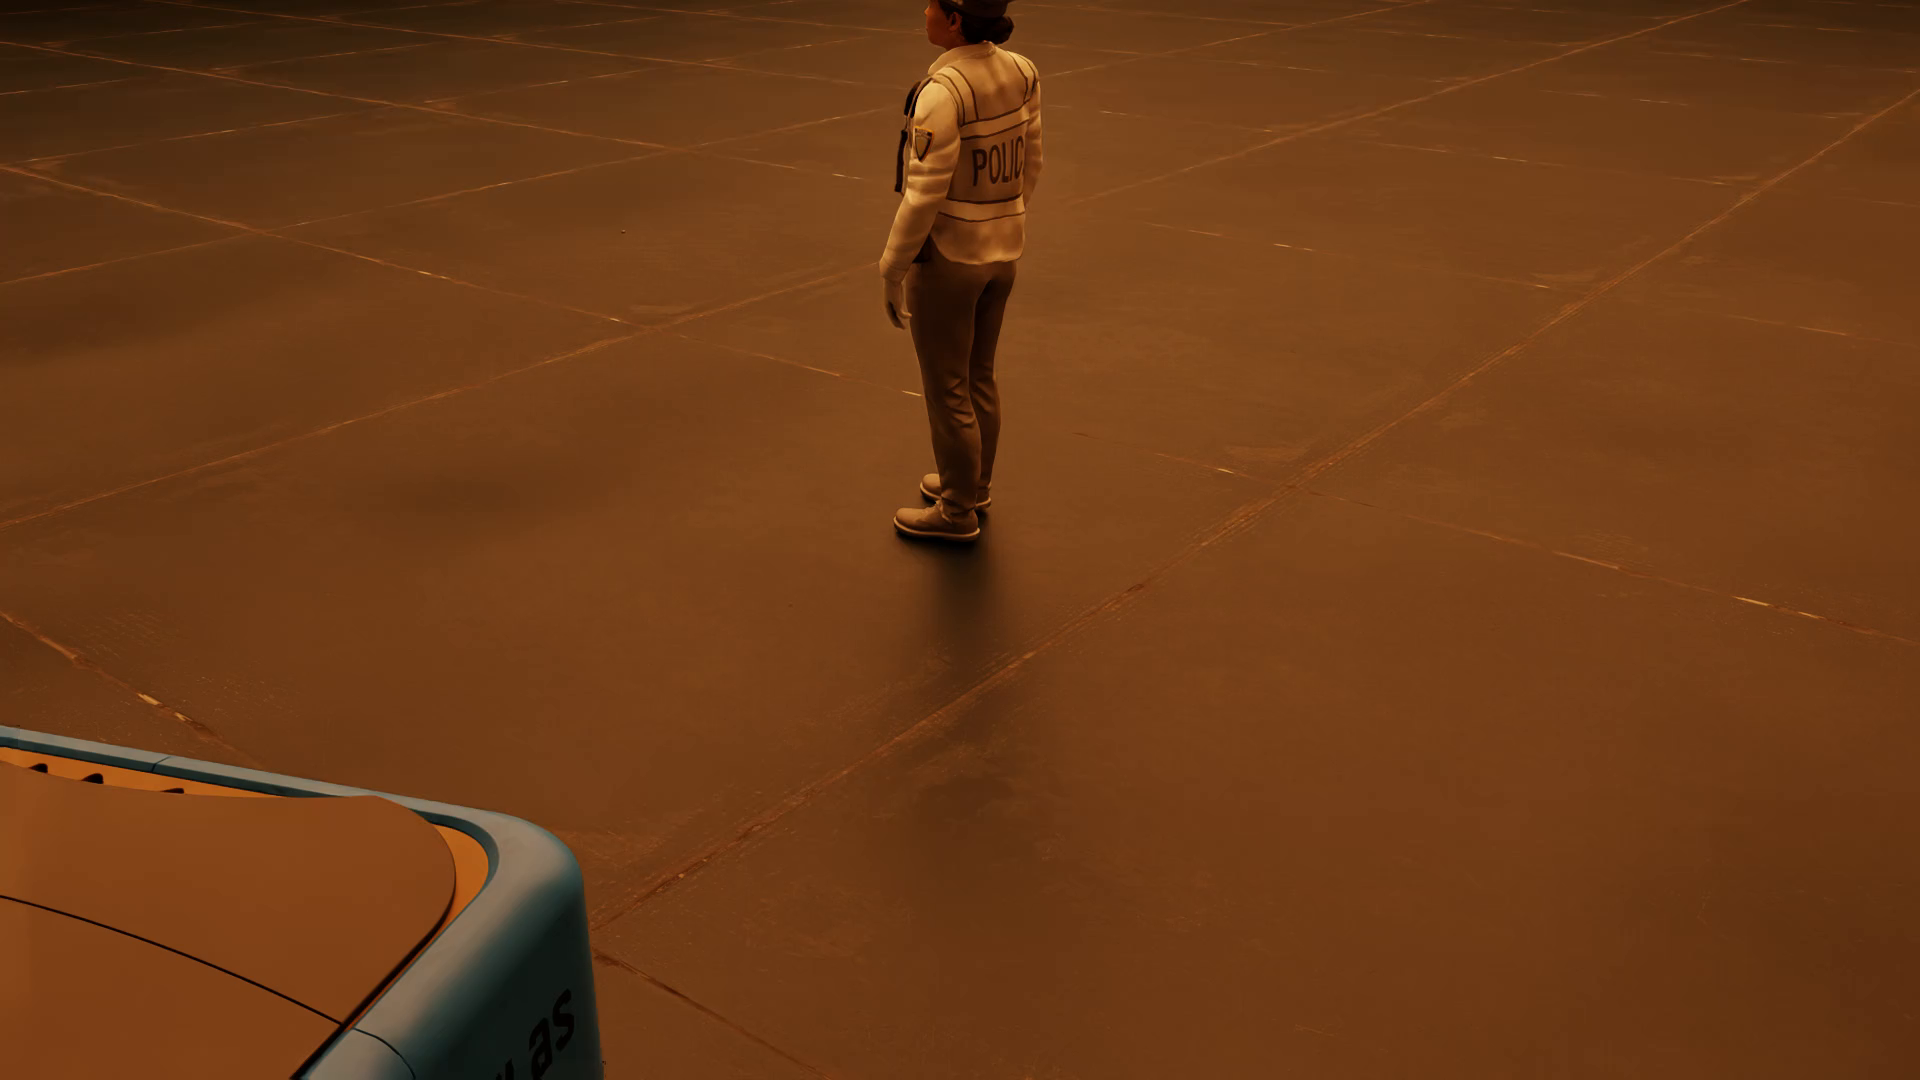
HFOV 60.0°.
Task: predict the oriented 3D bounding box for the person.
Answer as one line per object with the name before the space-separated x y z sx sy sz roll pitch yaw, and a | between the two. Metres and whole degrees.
person | -0.050 -0.802 4.717 0.531 1.695 0.588 17 29 34
